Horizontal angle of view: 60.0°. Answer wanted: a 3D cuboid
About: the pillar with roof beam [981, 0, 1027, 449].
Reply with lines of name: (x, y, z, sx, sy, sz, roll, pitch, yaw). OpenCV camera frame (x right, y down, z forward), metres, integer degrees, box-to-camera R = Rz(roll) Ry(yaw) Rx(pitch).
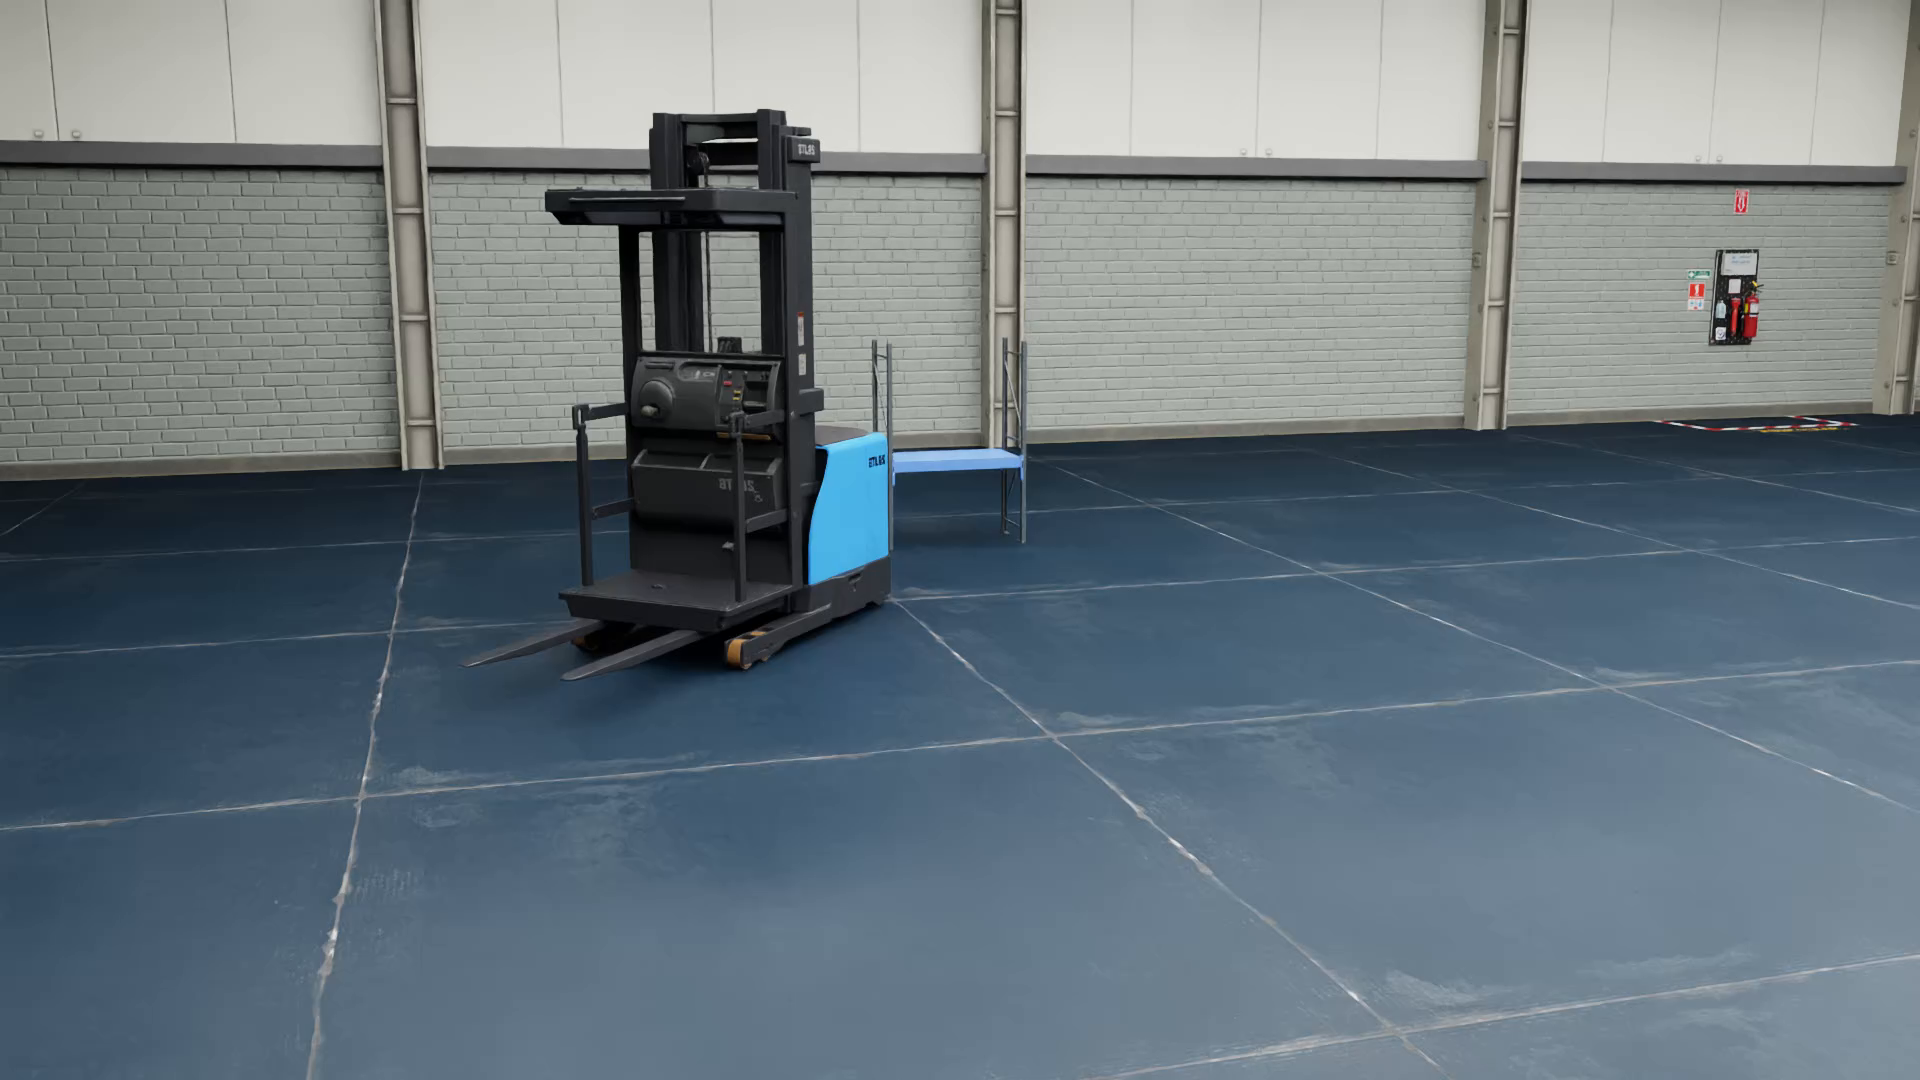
pillar with roof beam: (1.663, -4.696, 13.200, 0.400, 9.000, 9.100, -3, 11, -16)

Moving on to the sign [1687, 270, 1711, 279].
sign: (9.045, -3.250, 20.351, 0.331, 0.109, 0.001, -3, 11, -16)

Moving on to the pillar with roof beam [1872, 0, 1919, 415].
pillar with roof beam: (13.185, -5.303, 16.499, 0.400, 9.000, 9.100, -3, 11, -16)

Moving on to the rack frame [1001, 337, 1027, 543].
rack frame: (0.406, -0.759, 12.527, 0.032, 1.500, 0.500, -3, 11, -16)

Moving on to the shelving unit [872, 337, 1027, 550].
shelving unit: (-0.082, -0.733, 12.387, 1.048, 1.500, 0.538, -3, 11, -16)

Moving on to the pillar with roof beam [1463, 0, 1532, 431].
pillar with roof beam: (7.424, -5.000, 14.849, 0.400, 9.000, 9.100, -3, 11, -16)

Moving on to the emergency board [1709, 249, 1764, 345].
emergency board: (9.598, -2.983, 20.464, 0.643, 1.169, 0.194, -3, 11, -16)

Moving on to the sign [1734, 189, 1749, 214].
sign: (9.562, -4.140, 20.346, 0.199, 0.298, 0.001, -3, 11, -16)

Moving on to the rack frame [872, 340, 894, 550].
rack frame: (-0.570, -0.708, 12.247, 0.032, 1.500, 0.500, -3, 11, -16)

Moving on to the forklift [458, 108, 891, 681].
forklift: (-1.499, -0.843, 9.029, 1.130, 2.935, 3.031, 5, 11, 24)

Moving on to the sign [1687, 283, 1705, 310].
sign: (9.038, -2.990, 20.406, 0.234, 0.329, 0.001, -3, 11, -16)

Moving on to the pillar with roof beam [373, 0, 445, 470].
pillar with roof beam: (-4.098, -4.392, 11.551, 0.400, 9.000, 9.100, -3, 11, -16)

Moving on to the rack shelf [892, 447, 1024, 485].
rack shelf: (-0.082, -0.556, 12.420, 1.000, 0.185, 0.538, -3, 11, -16)

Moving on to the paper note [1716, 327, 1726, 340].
paper note: (9.409, -2.553, 20.560, 0.142, 0.148, 0.016, -3, 11, -16)
